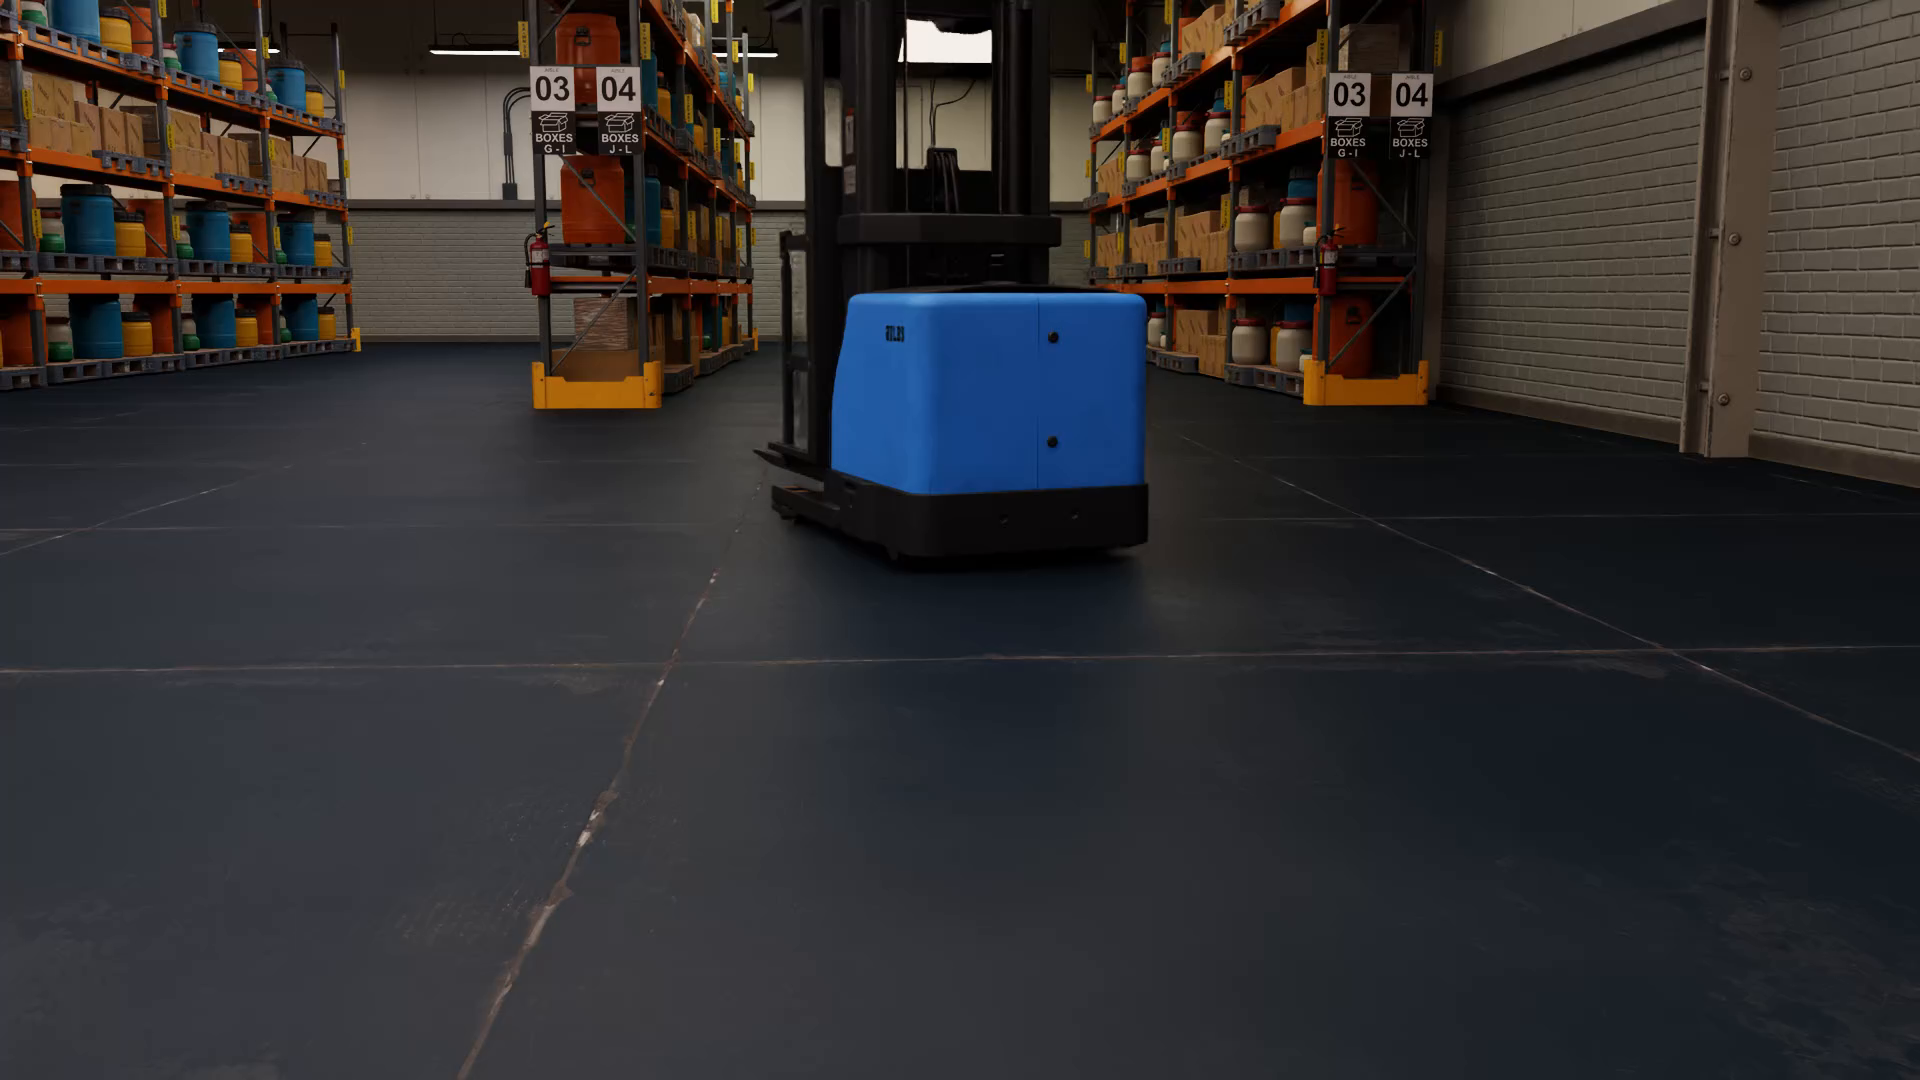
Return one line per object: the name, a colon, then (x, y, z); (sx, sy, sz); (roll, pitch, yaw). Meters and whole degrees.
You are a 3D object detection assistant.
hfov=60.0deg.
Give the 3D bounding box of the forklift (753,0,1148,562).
forklift: (-0.260, -1.543, 7.720); (1.130, 2.935, 3.031); (-3, 9, -22)
